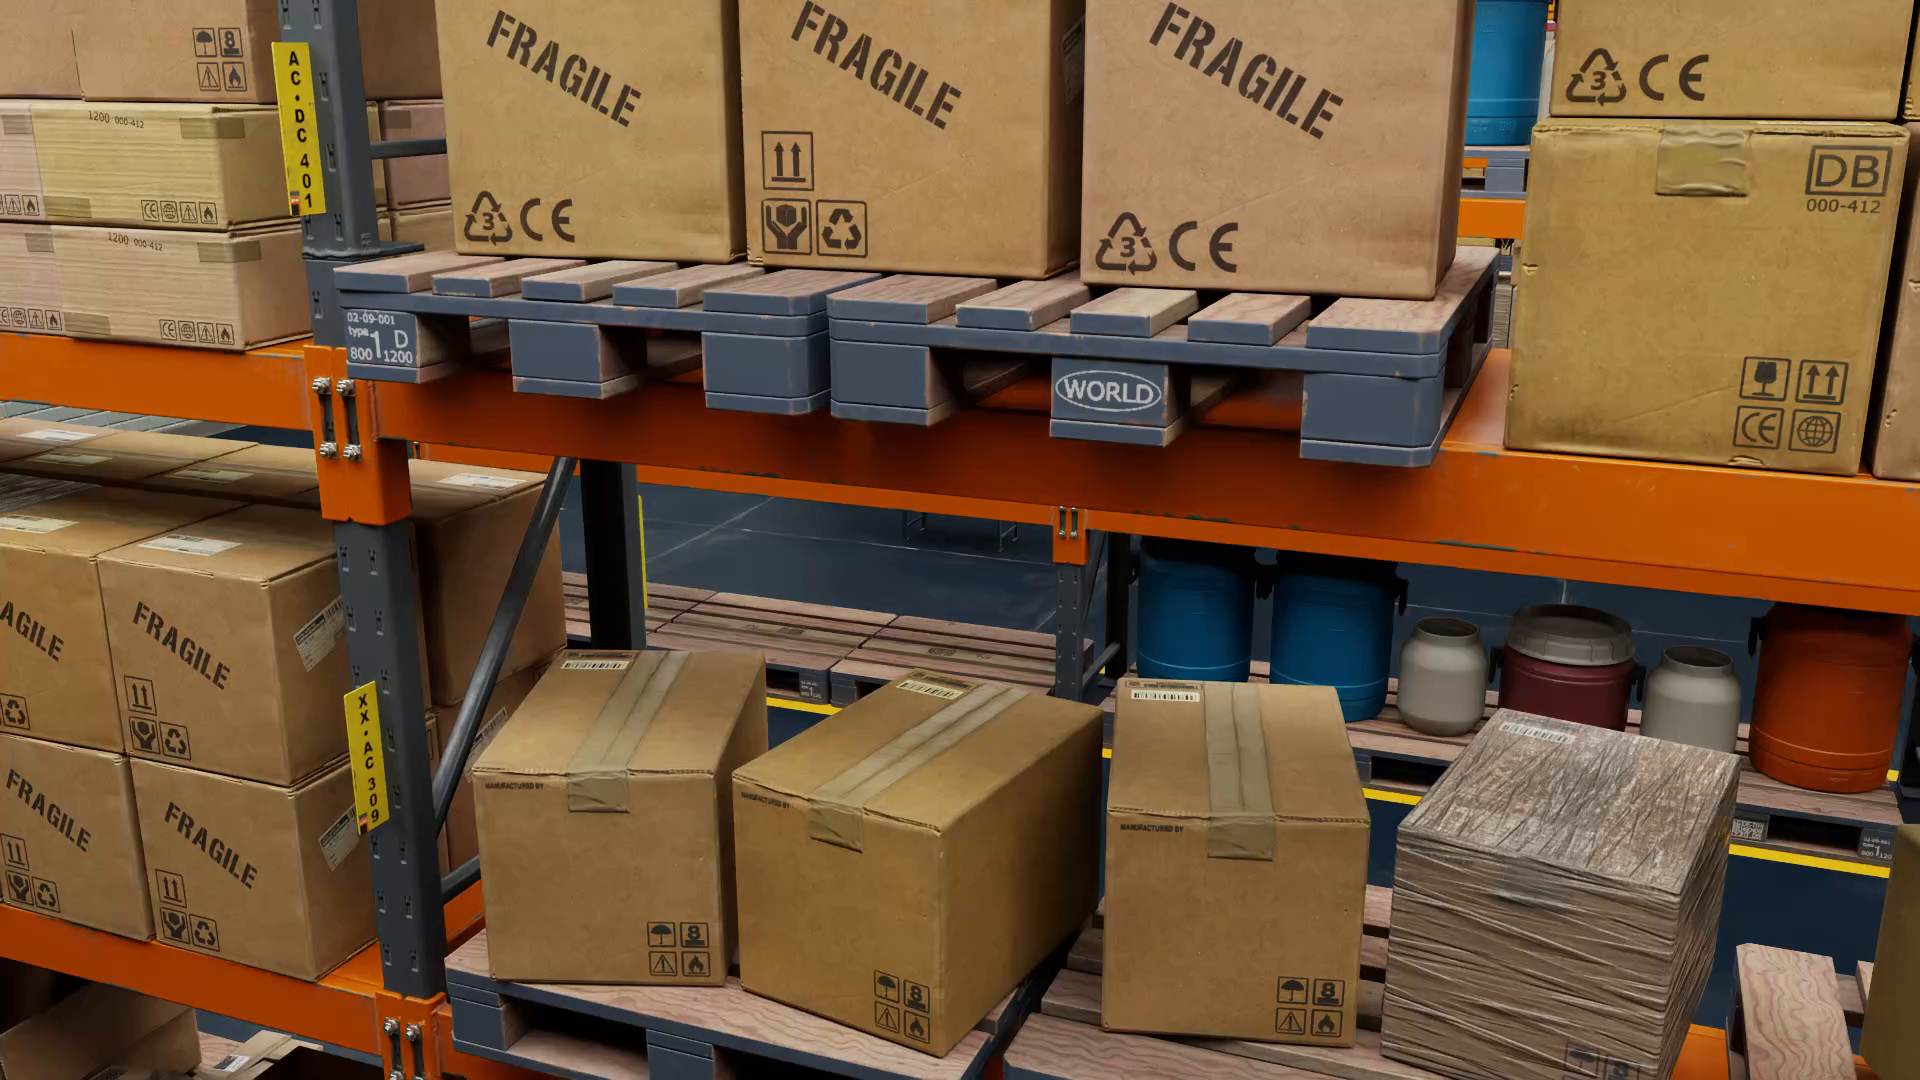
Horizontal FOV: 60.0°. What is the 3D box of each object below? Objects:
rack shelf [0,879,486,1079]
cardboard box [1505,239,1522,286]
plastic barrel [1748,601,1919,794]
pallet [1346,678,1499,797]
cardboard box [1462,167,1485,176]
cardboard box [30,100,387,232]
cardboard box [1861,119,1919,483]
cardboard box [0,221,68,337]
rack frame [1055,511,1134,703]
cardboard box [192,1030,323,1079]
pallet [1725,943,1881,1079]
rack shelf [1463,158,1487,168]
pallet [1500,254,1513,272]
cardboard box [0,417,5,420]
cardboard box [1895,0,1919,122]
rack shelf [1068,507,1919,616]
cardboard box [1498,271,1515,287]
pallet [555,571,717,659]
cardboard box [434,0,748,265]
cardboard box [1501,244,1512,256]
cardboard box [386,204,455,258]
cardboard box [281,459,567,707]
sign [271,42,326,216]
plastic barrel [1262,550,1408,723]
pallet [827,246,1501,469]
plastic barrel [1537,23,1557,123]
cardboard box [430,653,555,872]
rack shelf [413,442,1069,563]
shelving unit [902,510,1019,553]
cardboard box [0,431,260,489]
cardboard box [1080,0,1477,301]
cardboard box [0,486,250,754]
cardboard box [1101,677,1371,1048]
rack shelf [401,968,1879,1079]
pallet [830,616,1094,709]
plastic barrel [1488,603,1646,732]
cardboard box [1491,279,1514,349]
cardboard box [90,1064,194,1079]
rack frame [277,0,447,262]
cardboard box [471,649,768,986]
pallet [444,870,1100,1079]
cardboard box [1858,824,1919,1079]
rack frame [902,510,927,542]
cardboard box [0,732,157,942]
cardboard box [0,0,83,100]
[{"bbox_3d":[-2.954,0.888,5.024,4.000,0.370,1.077,6,17,21],"label":"rack shelf"},{"bbox_3d":[4.360,-2.155,12.239,0.637,0.503,0.797,7,18,22],"label":"cardboard box"},{"bbox_3d":[3.987,0.667,7.634,0.708,0.830,0.600,6,17,21],"label":"plastic barrel"},{"bbox_3d":[2.569,1.016,8.294,1.213,0.211,1.003,6,17,21],"label":"pallet"},{"bbox_3d":[6.485,-4.800,21.356,0.500,0.500,0.500,6,17,21],"label":"cardboard box"},{"bbox_3d":[-1.645,-0.840,3.681,0.500,0.250,0.500,6,17,21],"label":"cardboard box"},{"bbox_3d":[1.735,-0.420,2.681,0.500,0.500,0.910,6,17,21],"label":"cardboard box"},{"bbox_3d":[-2.104,-0.656,3.941,0.500,0.250,0.500,6,17,21],"label":"cardboard box"},{"bbox_3d":[0.728,-0.537,8.643,0.127,3.000,1.000,6,17,21],"label":"rack frame"},{"bbox_3d":[-2.213,1.712,5.190,0.250,0.166,0.380,6,17,21],"label":"cardboard box"},{"bbox_3d":[1.972,1.198,3.012,1.003,0.211,1.213,6,17,21],"label":"pallet"},{"bbox_3d":[4.406,-2.712,12.045,4.000,0.370,1.077,6,17,21],"label":"rack shelf"},{"bbox_3d":[5.117,-2.889,17.090,1.213,0.211,1.003,6,17,21],"label":"pallet"},{"bbox_3d":[-3.345,-0.112,5.208,0.500,0.500,0.500,7,18,22],"label":"cardboard box"},{"bbox_3d":[1.750,-0.911,2.577,0.500,0.500,0.500,6,17,21],"label":"cardboard box"},{"bbox_3d":[2.588,0.013,8.038,4.000,0.370,1.077,6,17,21],"label":"rack shelf"},{"bbox_3d":[4.027,-1.788,12.774,0.500,0.500,0.500,6,17,20],"label":"cardboard box"},{"bbox_3d":[-2.240,0.488,10.116,1.213,0.211,1.003,6,17,21],"label":"pallet"},{"bbox_3d":[-0.652,-0.920,3.471,0.600,0.600,0.600,5,17,15],"label":"cardboard box"},{"bbox_3d":[5.381,-2.940,16.616,0.250,0.149,0.380,6,17,21],"label":"cardboard box"},{"bbox_3d":[-1.455,-0.735,4.214,0.500,0.250,0.500,6,17,21],"label":"cardboard box"},{"bbox_3d":[-1.428,0.098,4.483,0.500,0.500,0.500,7,18,22],"label":"cardboard box"},{"bbox_3d":[-1.285,-0.800,3.241,0.005,0.325,0.100,6,17,21],"label":"sign"},{"bbox_3d":[1.886,0.402,8.420,0.708,0.901,0.600,6,17,21],"label":"plastic barrel"},{"bbox_3d":[0.454,-0.413,3.172,1.003,0.211,1.213,6,17,21],"label":"pallet"},{"bbox_3d":[2.744,-1.977,7.228,0.433,0.535,0.433,0,16,0],"label":"plastic barrel"},{"bbox_3d":[-1.467,0.577,4.628,0.500,0.500,0.500,7,18,22],"label":"cardboard box"},{"bbox_3d":[-1.133,-0.396,9.448,4.000,0.370,1.077,6,17,21],"label":"rack shelf"},{"bbox_3d":[0.006,-0.720,11.962,0.755,1.500,0.431,6,17,21],"label":"shelving unit"},{"bbox_3d":[-2.386,-0.007,4.846,0.500,0.500,0.500,6,17,19],"label":"cardboard box"},{"bbox_3d":[0.590,-0.784,3.003,0.600,0.600,0.600,6,17,18],"label":"cardboard box"},{"bbox_3d":[-2.136,0.183,4.190,0.500,0.500,0.500,6,17,20],"label":"cardboard box"},{"bbox_3d":[0.573,0.662,3.579,0.500,0.500,0.700,2,16,7],"label":"cardboard box"},{"bbox_3d":[0.767,1.297,3.614,4.000,0.370,1.077,6,17,21],"label":"rack shelf"},{"bbox_3d":[0.029,0.737,9.256,1.213,0.211,1.003,6,17,21],"label":"pallet"},{"bbox_3d":[2.937,0.668,8.066,0.708,0.588,0.600,6,17,21],"label":"plastic barrel"},{"bbox_3d":[3.815,-1.655,12.315,0.500,0.500,0.500,6,17,19],"label":"cardboard box"},{"bbox_3d":[-2.425,1.766,4.744,0.500,0.311,0.500,6,17,21],"label":"cardboard box"},{"bbox_3d":[-1.093,-2.134,3.382,0.127,3.000,1.000,6,17,21],"label":"rack frame"},{"bbox_3d":[-0.735,0.604,3.780,0.500,0.500,0.700,1,16,2],"label":"cardboard box"},{"bbox_3d":[-0.390,0.950,3.867,1.213,0.211,1.003,6,17,21],"label":"pallet"},{"bbox_3d":[2.001,0.872,2.858,0.500,0.500,0.700,1,16,2],"label":"cardboard box"},{"bbox_3d":[-0.334,-0.757,12.091,0.023,1.500,0.400,6,17,21],"label":"rack frame"},{"bbox_3d":[-2.132,0.662,4.332,0.500,0.500,0.500,7,18,22],"label":"cardboard box"},{"bbox_3d":[-1.973,-1.349,4.087,0.500,0.500,0.700,6,17,21],"label":"cardboard box"}]
